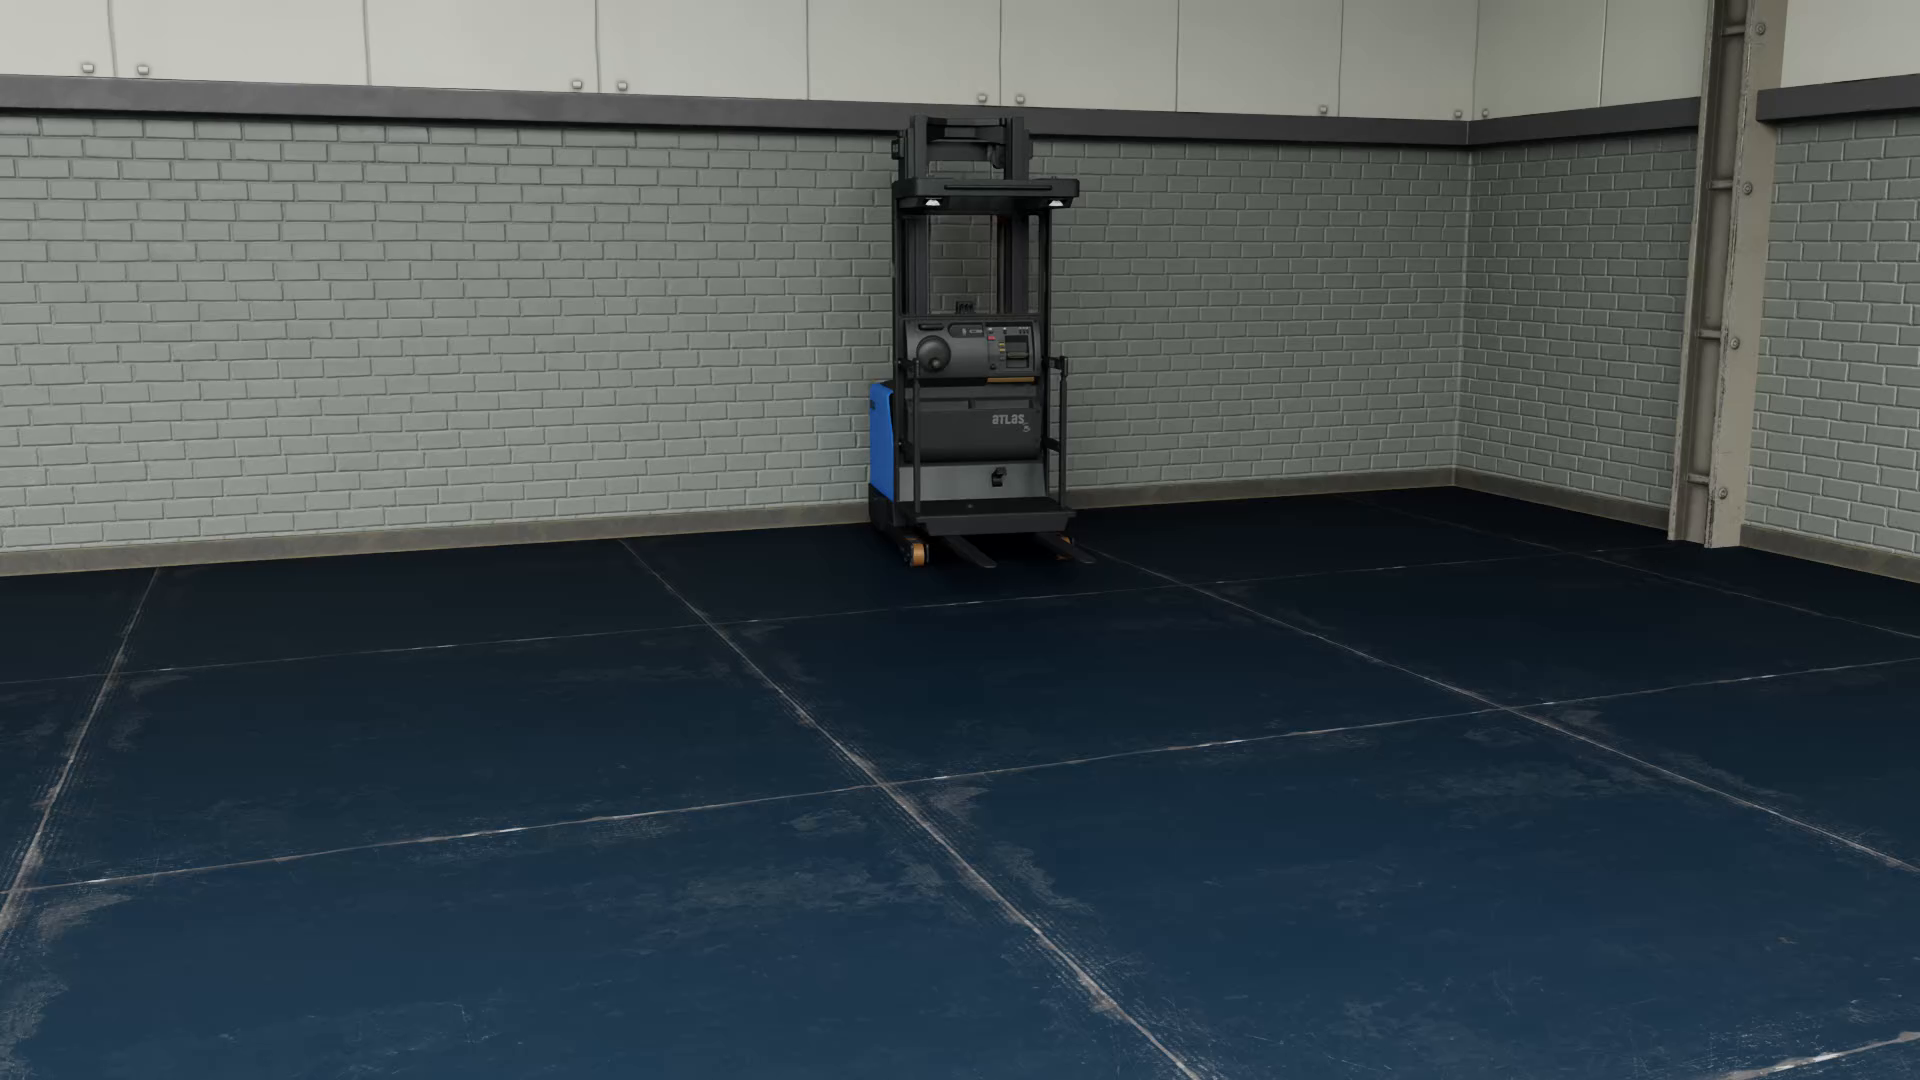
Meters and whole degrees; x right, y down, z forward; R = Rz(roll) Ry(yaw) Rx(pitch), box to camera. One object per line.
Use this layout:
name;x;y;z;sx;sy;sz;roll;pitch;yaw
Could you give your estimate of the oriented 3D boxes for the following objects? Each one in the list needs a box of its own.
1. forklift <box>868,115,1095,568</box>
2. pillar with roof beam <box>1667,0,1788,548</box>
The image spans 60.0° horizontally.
forklift;0.140;-1.336;11.062;1.130;2.935;3.031;-2;10;-13
pillar with roof beam;1.287;-4.142;9.512;9.100;9.000;0.400;-4;11;-21
